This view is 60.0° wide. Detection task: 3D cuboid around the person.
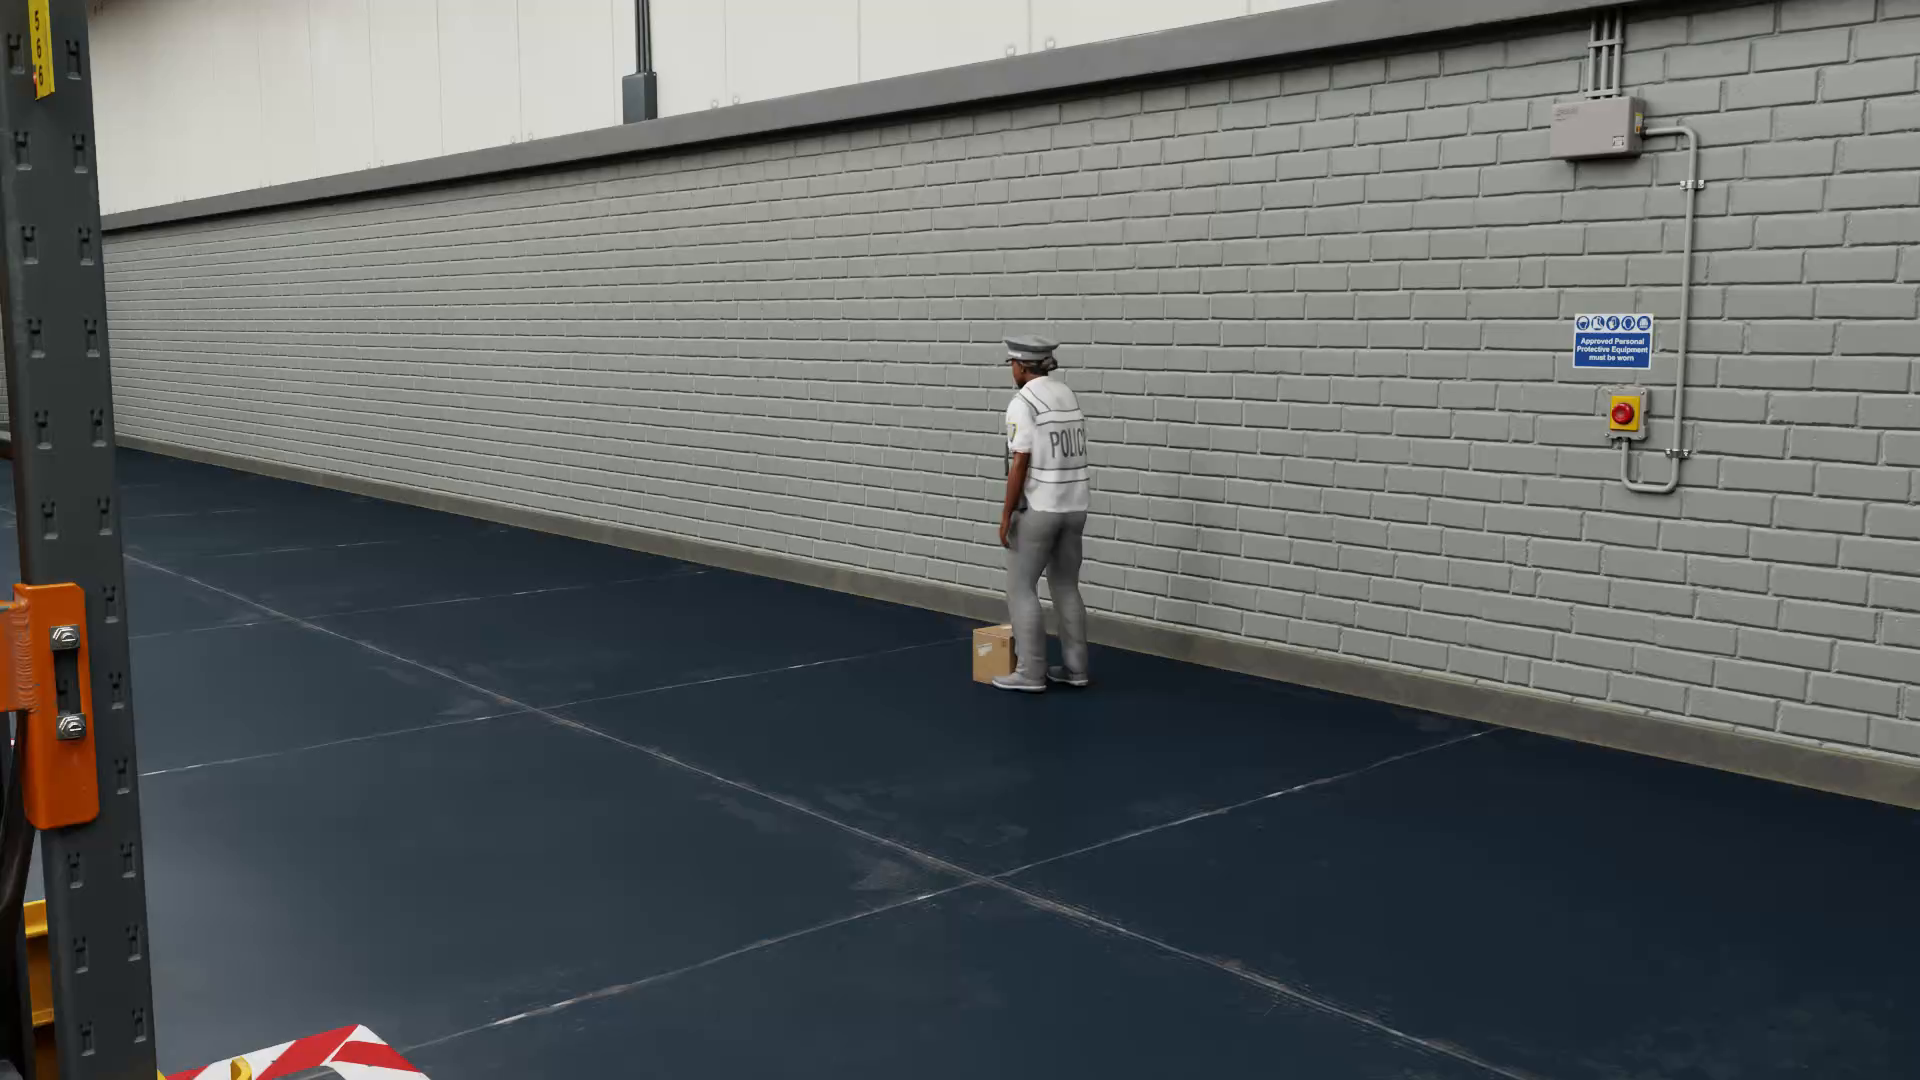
[{"bbox_3d":[0.384,-0.125,7.722,0.532,1.664,0.421,-7,10,-44],"label":"person"}]
